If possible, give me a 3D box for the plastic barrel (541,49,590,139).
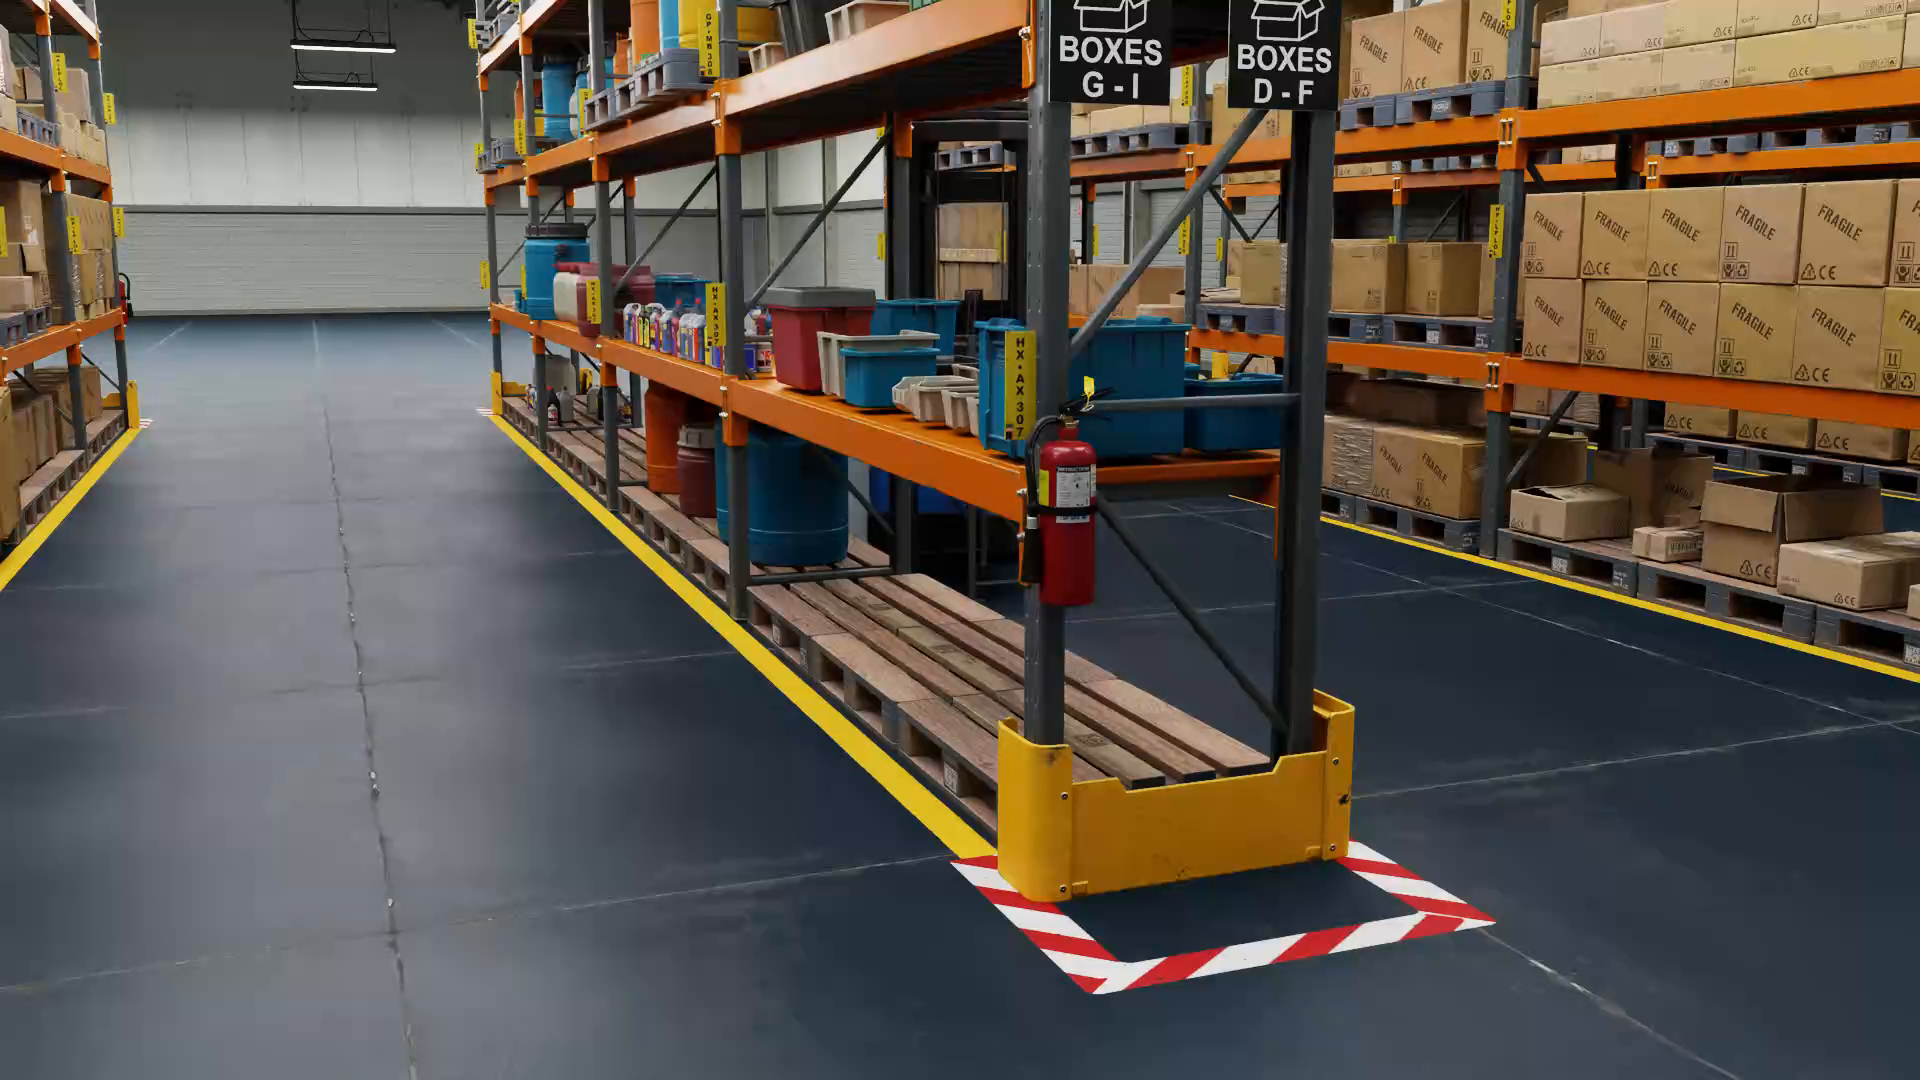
[{"bbox_3d":[-3.920,-4.480,16.847,0.600,0.901,0.708,-4,11,-21],"label":"plastic barrel"}]

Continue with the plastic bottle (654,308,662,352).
[{"bbox_3d":[-1.978,-1.388,10.990,0.061,0.283,0.133,-4,11,-21],"label":"plastic bottle"}]

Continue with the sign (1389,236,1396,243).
[{"bbox_3d":[5.071,-3.400,19.497,0.100,0.325,0.005,-4,11,-21],"label":"sign"}]

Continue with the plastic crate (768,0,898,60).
[{"bbox_3d":[-0.566,-2.267,7.409,0.497,0.269,0.590,-4,11,-21],"label":"plastic crate"}]

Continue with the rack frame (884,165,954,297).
[{"bbox_3d":[-0.491,-3.347,21.674,1.000,3.000,0.127,-4,11,-21],"label":"rack frame"}]

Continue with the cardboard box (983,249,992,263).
[{"bbox_3d":[0.475,-3.177,18.578,0.380,0.149,0.250,-4,11,-23],"label":"cardboard box"}]

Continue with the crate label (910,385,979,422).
[{"bbox_3d":[0.010,-0.536,6.447,0.396,0.136,0.243,-4,11,-21],"label":"crate label"}]

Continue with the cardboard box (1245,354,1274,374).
[{"bbox_3d":[4.292,-2.437,22.974,0.500,0.311,0.500,-5,11,-27],"label":"cardboard box"}]

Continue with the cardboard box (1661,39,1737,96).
[{"bbox_3d":[4.161,-2.533,8.958,0.500,0.250,0.500,-4,11,-21],"label":"cardboard box"}]

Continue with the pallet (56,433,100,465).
[{"bbox_3d":[-8.552,-0.801,15.320,1.003,0.211,1.213,-4,11,-21],"label":"pallet"}]

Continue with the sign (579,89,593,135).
[{"bbox_3d":[-2.720,-3.117,12.113,0.100,0.325,0.005,-4,11,-21],"label":"sign"}]

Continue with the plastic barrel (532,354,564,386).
[{"bbox_3d":[-4.799,-1.913,19.514,0.421,0.512,0.421,0,10,0],"label":"plastic barrel"}]

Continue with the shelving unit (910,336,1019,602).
[{"bbox_3d":[0.103,-0.483,9.852,0.538,1.500,1.048,-4,11,-20],"label":"shelving unit"}]

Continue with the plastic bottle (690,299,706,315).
[{"bbox_3d":[-1.705,-1.391,10.818,0.144,0.351,0.185,-4,11,-21],"label":"plastic bottle"}]

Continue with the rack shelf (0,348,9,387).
[{"bbox_3d":[-6.101,-0.733,9.029,1.077,0.370,4.000,-4,11,-21],"label":"rack shelf"}]

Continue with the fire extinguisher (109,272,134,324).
[{"bbox_3d":[-9.337,-2.729,18.419,0.296,0.674,0.183,-4,11,-21],"label":"fire extinguisher"}]

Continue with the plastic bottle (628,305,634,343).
[{"bbox_3d":[-2.338,-1.553,11.952,0.097,0.271,0.097,0,10,0],"label":"plastic bottle"}]

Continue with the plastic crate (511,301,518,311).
[{"bbox_3d":[-4.484,-2.500,17.662,0.530,0.136,0.437,-4,11,-21],"label":"plastic crate"}]

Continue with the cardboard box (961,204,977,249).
[{"bbox_3d":[0.427,-3.619,19.209,0.700,0.500,0.500,-4,11,-21],"label":"cardboard box"}]

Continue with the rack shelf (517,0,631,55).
[{"bbox_3d":[-2.935,-4.457,13.977,1.077,0.370,4.000,-4,11,-21],"label":"rack shelf"}]

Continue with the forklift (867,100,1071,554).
[{"bbox_3d":[0.186,-1.560,11.823,1.130,2.935,3.031,2,10,11],"label":"forklift"}]

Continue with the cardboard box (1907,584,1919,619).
[{"bbox_3d":[4.818,0.298,8.016,0.380,0.166,0.250,-4,11,-21],"label":"cardboard box"}]

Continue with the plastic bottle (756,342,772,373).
[{"bbox_3d":[-1.095,-1.032,9.224,0.097,0.201,0.097,0,10,0],"label":"plastic bottle"}]

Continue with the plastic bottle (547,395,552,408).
[{"bbox_3d":[-4.141,-1.318,16.762,0.061,0.283,0.133,-3,11,-18],"label":"plastic bottle"}]

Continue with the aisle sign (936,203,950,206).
[{"bbox_3d":[-0.241,-4.657,21.611,0.394,0.787,0.004,-4,11,-21],"label":"aisle sign"}]

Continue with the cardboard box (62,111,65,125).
[{"bbox_3d":[-8.345,-3.823,15.073,0.380,0.149,0.250,-4,11,-21],"label":"cardboard box"}]

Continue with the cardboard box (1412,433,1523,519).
[{"bbox_3d":[3.412,-0.437,11.193,0.500,0.500,0.500,-4,11,-21],"label":"cardboard box"}]

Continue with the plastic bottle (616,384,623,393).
[{"bbox_3d":[-3.565,-1.451,17.322,0.144,0.351,0.185,-4,11,-19],"label":"plastic bottle"}]

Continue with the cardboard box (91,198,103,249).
[{"bbox_3d":[-8.930,-3.170,16.687,0.500,0.500,0.500,-4,11,-21],"label":"cardboard box"}]

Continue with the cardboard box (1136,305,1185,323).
[{"bbox_3d":[1.825,-2.047,15.081,0.380,0.149,0.250,-4,11,-21],"label":"cardboard box"}]

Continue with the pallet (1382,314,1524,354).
[{"bbox_3d":[3.670,-1.432,11.451,1.003,0.211,1.213,-4,11,-21],"label":"pallet"}]

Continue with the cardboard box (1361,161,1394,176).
[{"bbox_3d":[5.160,-4.613,19.878,0.500,0.500,0.500,-4,11,-19],"label":"cardboard box"}]

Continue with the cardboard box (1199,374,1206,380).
[{"bbox_3d":[2.111,-1.443,16.021,0.500,0.311,0.500,-4,11,-22],"label":"cardboard box"}]

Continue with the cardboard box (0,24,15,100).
[{"bbox_3d":[-7.126,-3.443,11.935,0.500,0.500,0.500,-4,11,-23],"label":"cardboard box"}]

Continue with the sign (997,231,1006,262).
[{"bbox_3d":[0.442,-3.124,17.721,0.100,0.325,0.005,-4,11,-21],"label":"sign"}]

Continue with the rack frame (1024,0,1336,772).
[{"bbox_3d":[0.689,-0.422,5.228,1.000,3.000,0.127,-4,11,-21],"label":"rack frame"}]

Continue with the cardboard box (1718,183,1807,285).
[{"bbox_3d":[4.327,-1.583,8.614,0.500,0.500,0.500,-4,11,-19],"label":"cardboard box"}]

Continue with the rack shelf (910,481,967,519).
[{"bbox_3d":[0.103,-0.306,9.884,0.538,0.185,1.000,-4,11,-20],"label":"rack shelf"}]

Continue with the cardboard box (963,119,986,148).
[{"bbox_3d":[0.479,-4.775,19.239,0.797,0.503,0.637,-3,10,-15],"label":"cardboard box"}]

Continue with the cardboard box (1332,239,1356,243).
[{"bbox_3d":[4.929,-3.453,20.499,0.500,0.500,0.500,-4,11,-21],"label":"cardboard box"}]

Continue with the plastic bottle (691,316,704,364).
[{"bbox_3d":[-1.520,-1.200,9.953,0.152,0.276,0.135,-4,11,-21],"label":"plastic bottle"}]

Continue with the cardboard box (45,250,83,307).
[{"bbox_3d":[-8.381,-2.339,14.872,0.875,0.500,0.500,-4,11,-21],"label":"cardboard box"}]

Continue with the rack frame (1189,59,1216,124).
[{"bbox_3d":[2.408,-4.995,13.807,1.000,3.000,0.127,-4,11,-21],"label":"rack frame"}]

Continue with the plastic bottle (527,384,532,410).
[{"bbox_3d":[-4.677,-1.559,18.120,0.061,0.283,0.133,-4,11,-20],"label":"plastic bottle"}]

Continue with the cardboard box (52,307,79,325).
[{"bbox_3d":[-8.073,-1.997,14.799,0.380,0.149,0.250,-4,11,-21],"label":"cardboard box"}]

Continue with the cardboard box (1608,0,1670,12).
[{"bbox_3d":[4.118,-3.239,9.361,0.700,0.500,0.500,-4,11,-21],"label":"cardboard box"}]

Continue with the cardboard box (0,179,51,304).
[{"bbox_3d":[-8.118,-2.430,13.604,1.000,1.000,1.000,-4,11,-21],"label":"cardboard box"}]

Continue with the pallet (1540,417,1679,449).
[{"bbox_3d":[6.742,-1.111,17.065,1.003,0.211,1.213,-4,11,-21],"label":"pallet"}]

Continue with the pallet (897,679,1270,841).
[{"bbox_3d":[0.426,0.814,6.243,1.003,0.211,1.213,-4,11,-21],"label":"pallet"}]

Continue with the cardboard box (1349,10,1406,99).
[{"bbox_3d":[3.258,-3.475,12.057,0.600,0.600,0.600,-4,11,-23],"label":"cardboard box"}]

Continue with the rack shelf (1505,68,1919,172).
[{"bbox_3d":[4.582,-2.185,8.627,1.077,0.370,4.000,-4,11,-21],"label":"rack shelf"}]

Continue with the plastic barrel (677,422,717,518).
[{"bbox_3d":[-1.608,-0.484,11.264,0.600,0.588,0.708,-4,11,-21],"label":"plastic barrel"}]

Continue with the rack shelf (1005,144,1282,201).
[{"bbox_3d":[1.683,-3.491,15.968,1.077,0.370,4.000,-4,11,-21],"label":"rack shelf"}]

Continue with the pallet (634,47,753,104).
[{"bbox_3d":[-1.136,-2.581,9.337,1.213,0.211,1.003,-4,11,-21],"label":"pallet"}]
